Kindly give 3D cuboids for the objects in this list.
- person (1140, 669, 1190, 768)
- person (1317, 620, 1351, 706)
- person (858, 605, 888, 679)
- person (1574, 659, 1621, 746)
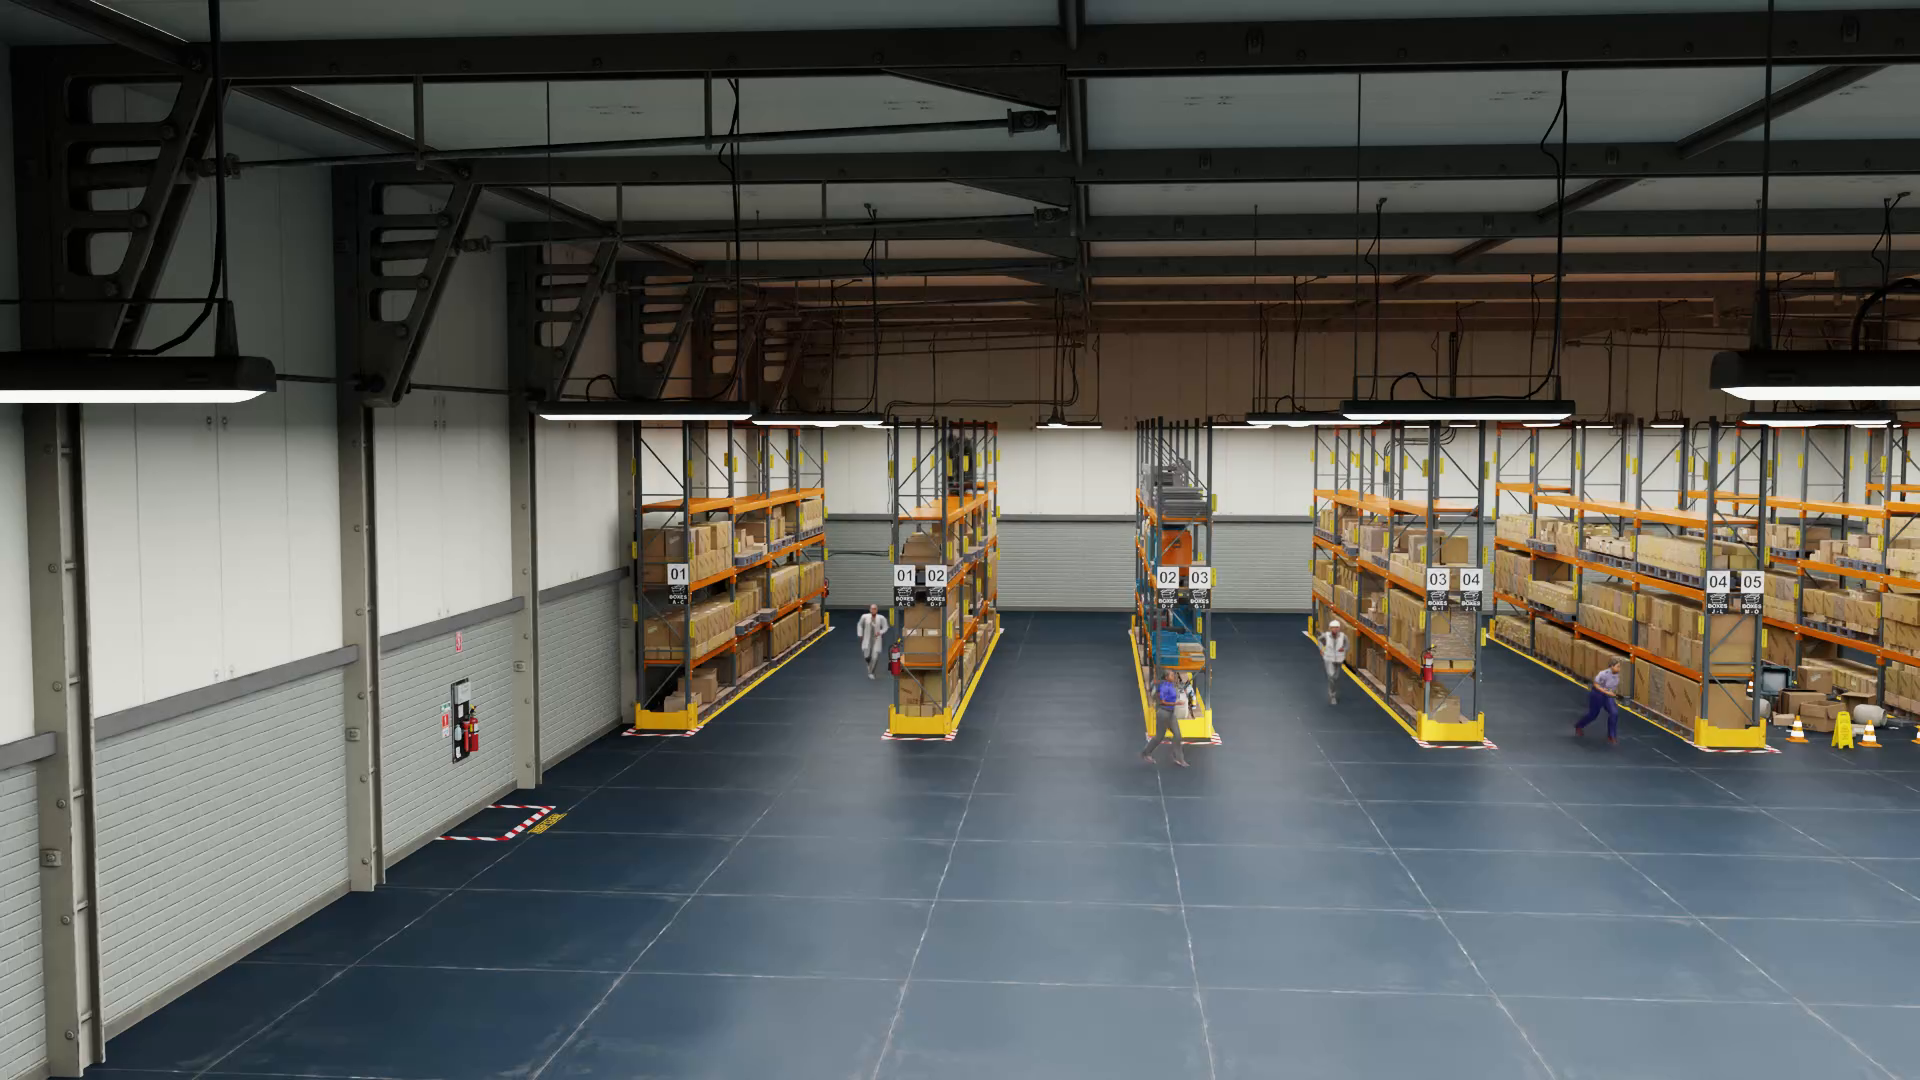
[{"bbox_3d":[3.493,3.034,28.337,0.851,1.696,0.570,2,4,26],"label":"person"},{"bbox_3d":[7.901,2.562,35.173,0.658,1.787,1.019,0,4,1],"label":"person"},{"bbox_3d":[-2.029,2.352,38.477,0.702,1.731,0.672,0,4,0],"label":"person"},{"bbox_3d":[11.796,2.962,30.729,0.648,1.612,0.967,-2,4,-31],"label":"person"}]
